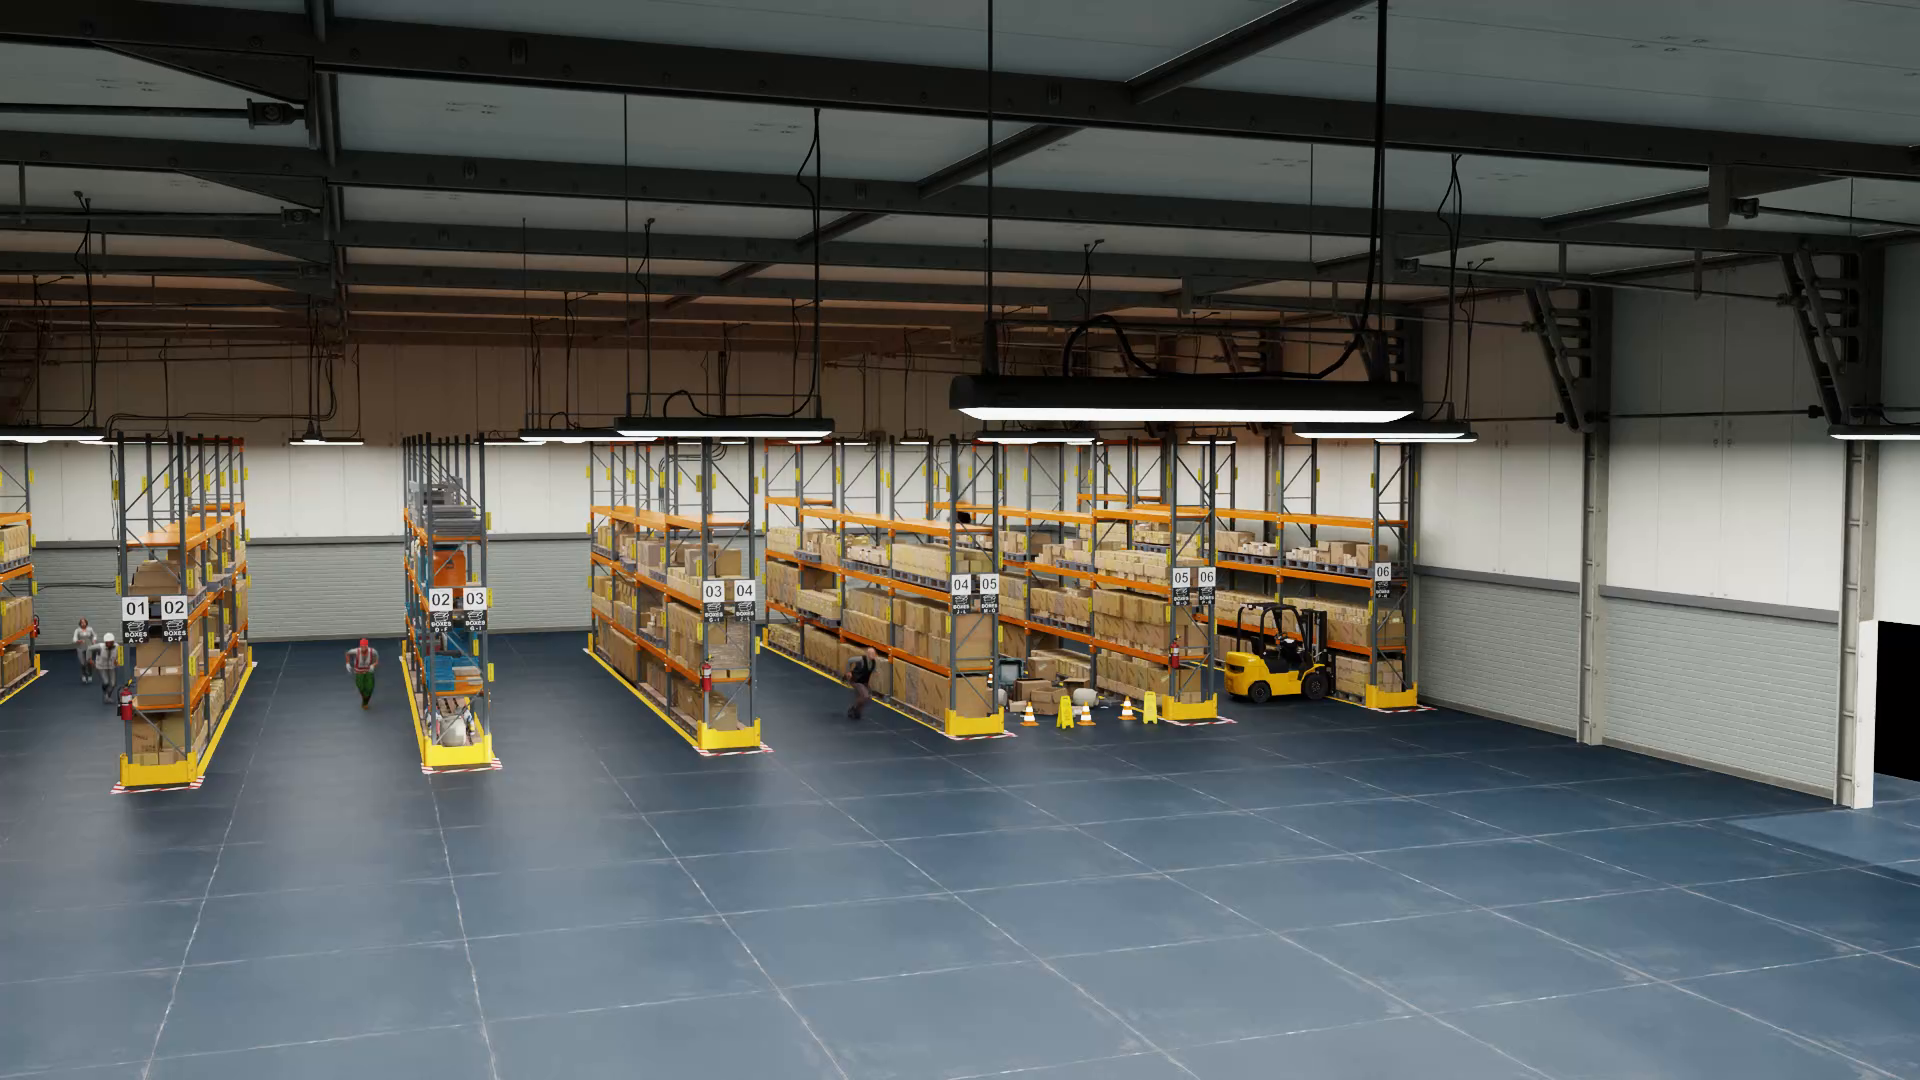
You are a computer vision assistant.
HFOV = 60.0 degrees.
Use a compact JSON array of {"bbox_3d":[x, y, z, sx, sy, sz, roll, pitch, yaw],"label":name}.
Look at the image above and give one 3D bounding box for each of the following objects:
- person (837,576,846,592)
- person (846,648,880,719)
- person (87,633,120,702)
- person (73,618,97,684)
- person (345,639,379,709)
[{"bbox_3d":[-3.787,1.982,51.562,0.625,1.746,0.653,-3,4,-38],"label":"person"},{"bbox_3d":[-2.065,3.009,34.788,0.918,1.545,0.684,3,4,42],"label":"person"},{"bbox_3d":[-19.085,2.865,37.144,0.684,1.598,0.863,-2,4,-38],"label":"person"},{"bbox_3d":[-21.196,2.689,40.293,0.507,1.604,0.667,-2,4,-27],"label":"person"},{"bbox_3d":[-13.013,2.926,36.207,0.695,1.592,0.820,-1,3,-21],"label":"person"}]
